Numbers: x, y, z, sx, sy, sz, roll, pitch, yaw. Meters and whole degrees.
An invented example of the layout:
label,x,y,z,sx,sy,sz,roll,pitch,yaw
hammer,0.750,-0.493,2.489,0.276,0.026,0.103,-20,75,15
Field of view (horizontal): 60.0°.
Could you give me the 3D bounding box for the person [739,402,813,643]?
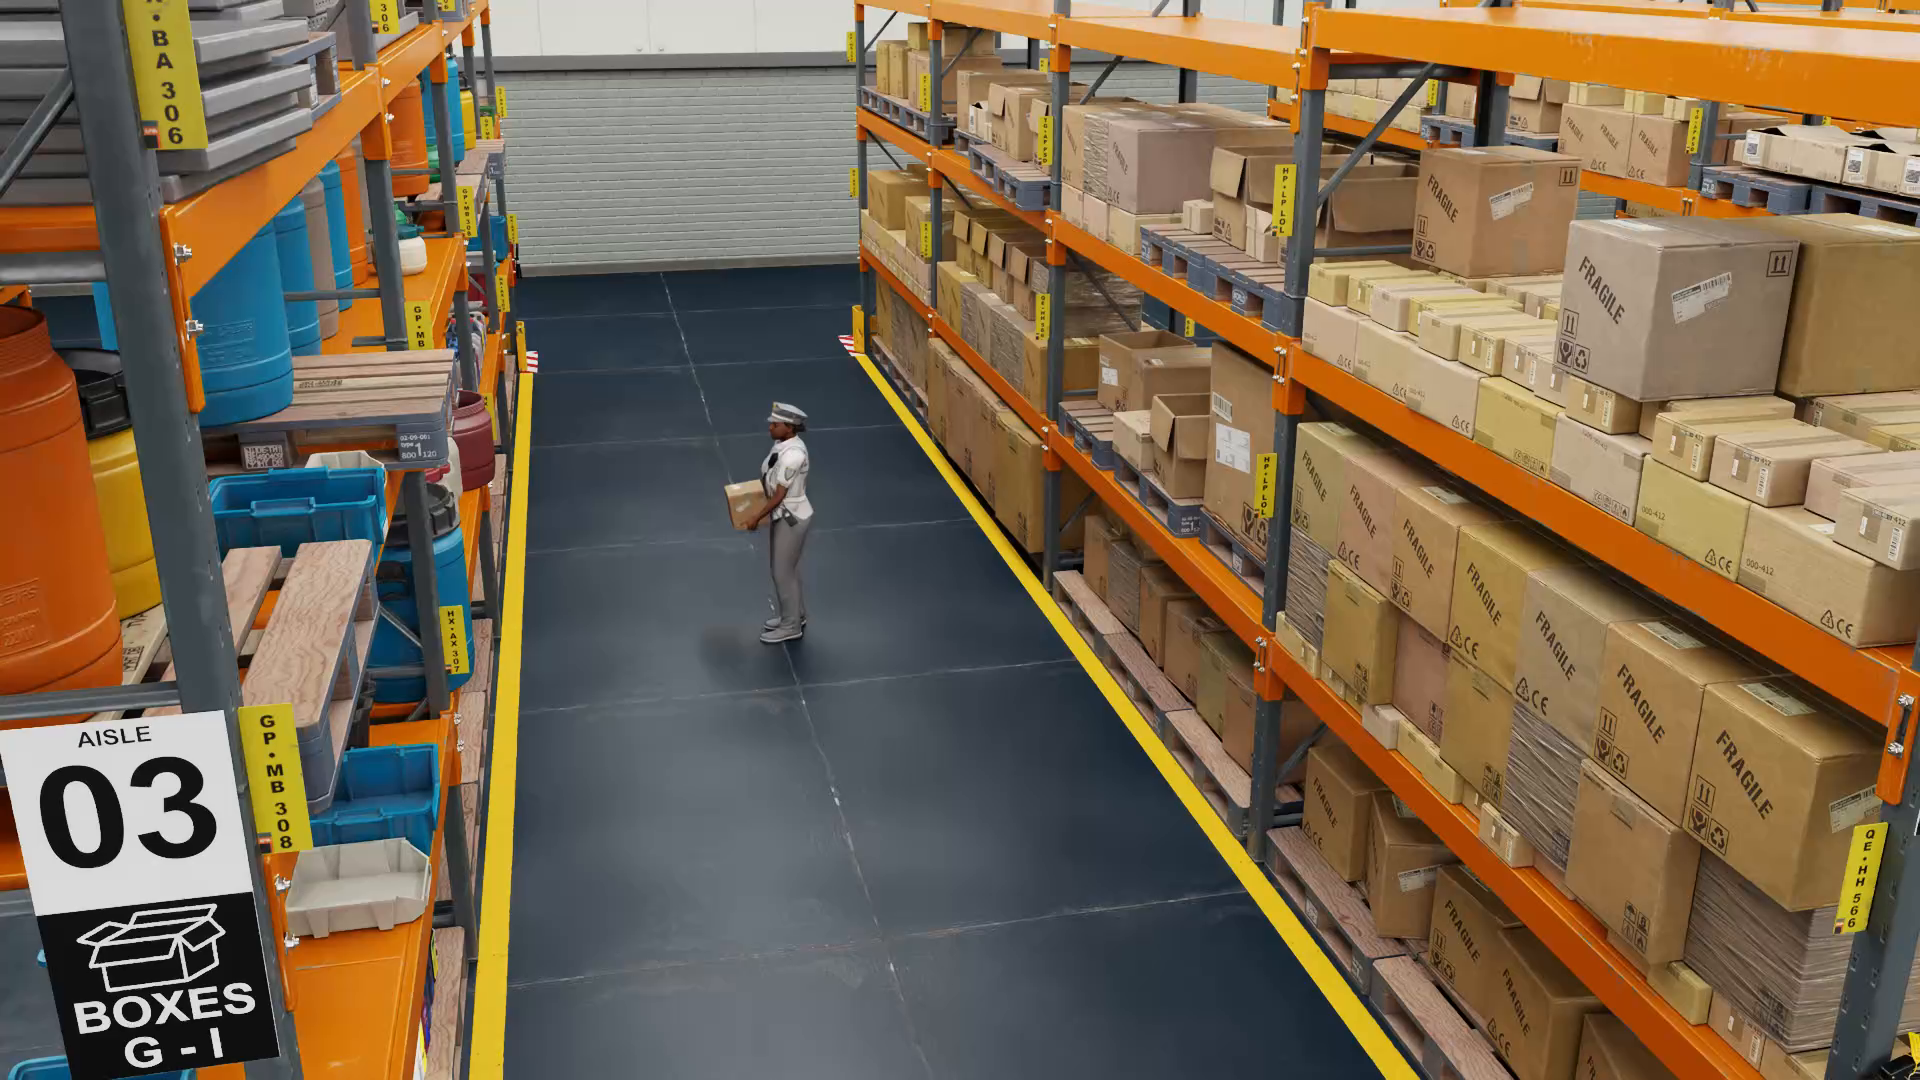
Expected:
label,x,y,z,sx,sy,sz,roll,pitch,yaw
person,-1.269,-0.130,11.404,0.519,1.692,0.435,-5,20,-13
